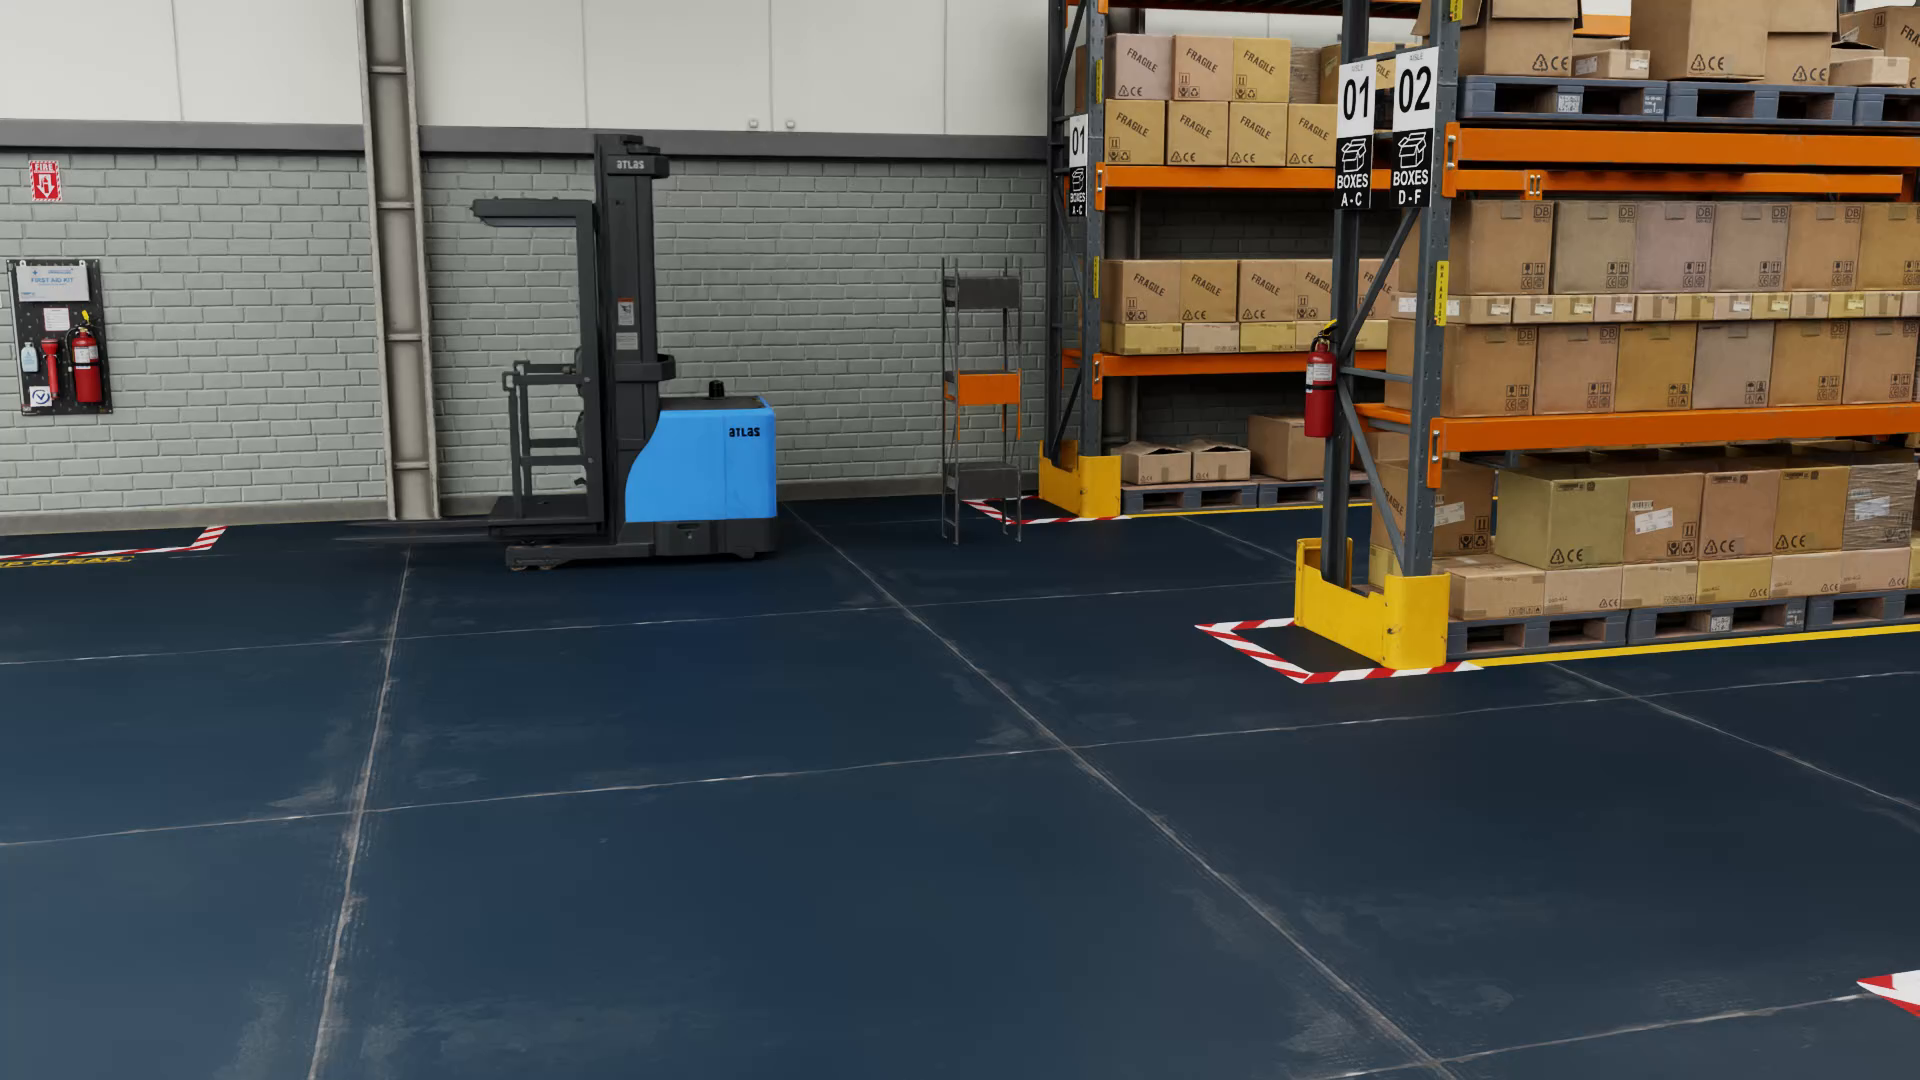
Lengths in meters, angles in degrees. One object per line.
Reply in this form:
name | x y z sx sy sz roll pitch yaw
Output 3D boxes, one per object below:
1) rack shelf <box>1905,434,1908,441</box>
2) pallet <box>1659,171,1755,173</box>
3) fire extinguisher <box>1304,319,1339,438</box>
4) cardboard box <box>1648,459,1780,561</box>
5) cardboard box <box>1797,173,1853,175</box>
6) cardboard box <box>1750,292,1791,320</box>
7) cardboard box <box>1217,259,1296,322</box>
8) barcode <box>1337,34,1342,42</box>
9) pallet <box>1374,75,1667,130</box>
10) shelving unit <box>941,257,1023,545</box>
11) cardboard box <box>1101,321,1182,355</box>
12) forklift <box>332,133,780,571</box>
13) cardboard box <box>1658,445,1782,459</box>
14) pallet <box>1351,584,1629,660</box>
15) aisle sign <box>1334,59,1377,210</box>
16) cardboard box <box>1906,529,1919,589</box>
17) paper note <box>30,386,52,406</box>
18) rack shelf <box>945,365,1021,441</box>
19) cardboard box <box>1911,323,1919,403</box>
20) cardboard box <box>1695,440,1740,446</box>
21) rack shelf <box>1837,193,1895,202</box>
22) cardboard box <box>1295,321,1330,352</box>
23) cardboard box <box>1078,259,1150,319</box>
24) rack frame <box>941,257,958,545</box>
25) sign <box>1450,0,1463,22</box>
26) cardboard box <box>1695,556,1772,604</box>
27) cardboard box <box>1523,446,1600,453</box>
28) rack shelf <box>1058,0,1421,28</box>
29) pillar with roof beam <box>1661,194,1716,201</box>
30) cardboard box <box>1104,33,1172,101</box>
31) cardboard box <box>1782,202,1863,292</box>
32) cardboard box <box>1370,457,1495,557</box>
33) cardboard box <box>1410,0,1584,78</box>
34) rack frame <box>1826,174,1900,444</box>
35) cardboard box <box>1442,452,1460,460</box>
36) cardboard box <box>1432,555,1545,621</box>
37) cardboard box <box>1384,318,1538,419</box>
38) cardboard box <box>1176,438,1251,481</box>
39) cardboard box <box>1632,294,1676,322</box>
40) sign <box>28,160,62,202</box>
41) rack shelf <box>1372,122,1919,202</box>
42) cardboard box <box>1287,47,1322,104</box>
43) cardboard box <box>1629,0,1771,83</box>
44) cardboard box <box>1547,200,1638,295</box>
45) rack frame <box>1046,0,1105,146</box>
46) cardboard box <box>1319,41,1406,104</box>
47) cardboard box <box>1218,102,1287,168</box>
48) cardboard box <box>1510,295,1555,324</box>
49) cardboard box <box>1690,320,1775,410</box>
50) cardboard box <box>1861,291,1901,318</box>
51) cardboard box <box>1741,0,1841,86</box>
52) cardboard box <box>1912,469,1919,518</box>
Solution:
rack shelf | 8.077 -0.845 10.840 4.000 0.370 1.077 -3 11 -16
pallet | 6.386 -3.407 15.004 1.003 0.211 1.213 -3 11 -16
fire extinguisher | 2.073 -0.932 9.538 0.183 0.674 0.296 -3 11 -16
cardboard box | 4.334 -0.182 9.615 0.500 0.500 0.500 -3 11 -16
cardboard box | 7.993 -3.519 15.283 0.500 0.311 0.500 -3 11 -16
cardboard box | 4.482 -1.337 9.457 0.250 0.149 0.380 -3 11 -14
cardboard box | 2.445 -2.081 13.856 0.500 0.500 0.500 -3 11 -18
barcode | 3.314 -4.373 14.482 0.075 0.075 0.001 -3 11 -16
pallet | 3.002 -2.358 9.032 1.213 0.211 1.003 -3 11 -16
shelving unit | 0.159 -1.041 12.402 0.503 2.100 0.431 -3 11 -16
cardboard box | 1.485 -1.662 13.648 0.500 0.250 0.500 -3 11 -18
forklift | -2.849 -1.334 11.698 3.031 2.935 1.130 -2 11 -10
cardboard box | 4.664 -0.301 10.261 0.500 0.500 0.500 -3 11 -16
pallet | 3.039 0.430 9.627 1.213 0.211 1.003 -3 11 -16
aisle sign | 2.171 -2.222 9.149 0.004 0.787 0.394 -3 11 -16
cardboard box | 5.772 0.109 10.102 0.500 0.250 0.500 -3 11 -16
paper note | -6.975 -1.090 12.615 0.142 0.148 0.016 -3 11 -16
rack shelf | 0.159 -1.028 12.404 0.480 0.518 0.431 -3 11 -16
cardboard box | 5.732 -1.123 10.088 0.500 0.500 0.700 -3 11 -17
cardboard box | 6.936 -1.067 15.745 0.500 0.500 0.700 -3 11 -16
rack shelf | 10.529 -3.384 16.344 4.000 0.370 1.077 -3 11 -16
cardboard box | 2.957 -1.741 14.075 0.500 0.250 0.500 -3 11 -15
cardboard box | 1.321 -2.122 14.076 0.500 0.500 0.500 -3 11 -17
rack frame | -0.075 -1.029 12.335 0.015 2.100 0.400 -3 11 -16
sign | 2.465 -2.743 8.242 0.005 0.325 0.100 -3 11 -16
cardboard box | 4.334 0.186 9.684 0.500 0.250 0.500 -3 11 -16
cardboard box | 5.471 -0.986 15.306 0.500 0.500 0.700 -3 11 -14
rack shelf | 2.848 -4.453 13.874 4.000 0.370 1.077 -3 11 -16
pillar with roof beam | 8.322 -4.448 11.852 0.400 9.000 9.100 -3 11 -16
cardboard box | 1.366 -3.760 13.306 0.500 0.500 0.500 -4 11 -20
cardboard box | 4.767 -1.710 9.693 0.500 0.500 0.700 -3 11 -16
cardboard box | 2.748 -0.197 9.697 0.500 0.500 0.500 -3 11 -16
cardboard box | 2.869 -2.725 8.948 0.637 0.503 0.797 -2 11 -12
rack frame | 8.609 -2.161 16.001 0.127 3.000 1.000 -3 11 -16
cardboard box | 4.263 -0.749 14.943 0.250 0.166 0.380 -5 11 -23
cardboard box | 2.893 0.262 9.274 0.500 0.250 0.500 -3 11 -16
cardboard box | 2.768 -0.966 9.232 0.500 0.500 0.700 -3 11 -16
cardboard box | 2.165 -0.699 14.267 0.500 0.311 0.500 -2 11 -11
cardboard box | 3.744 -1.299 9.247 0.250 0.149 0.380 -3 11 -18
sign | -6.822 -2.677 12.401 0.199 0.298 0.001 -3 11 -16
rack shelf | 4.236 -2.118 9.469 4.000 0.370 1.077 -3 11 -16
cardboard box | 2.754 -3.924 14.200 0.500 0.500 0.500 -3 11 -16
cardboard box | 3.987 -2.732 8.992 0.500 0.500 0.500 -3 11 -16
cardboard box | 3.322 -1.634 9.279 0.500 0.500 0.700 -3 11 -17
rack frame | 0.928 -4.707 13.259 0.127 3.000 1.000 -3 11 -16
cardboard box | 3.341 -3.854 13.821 0.500 0.500 0.500 -3 11 -18
cardboard box | 2.342 -3.312 13.636 0.500 0.500 0.500 -2 11 -13
cardboard box | 3.006 -1.260 9.037 0.250 0.149 0.380 -3 11 -17
cardboard box | 4.253 -1.045 9.661 0.500 0.500 0.700 -3 11 -14
cardboard box | 5.215 -1.376 9.666 0.250 0.149 0.380 -3 11 -16
cardboard box | 4.540 -2.838 9.560 0.637 0.503 0.797 -2 11 -10
cardboard box | 6.465 -0.298 10.767 0.500 0.311 0.500 -3 11 -16
